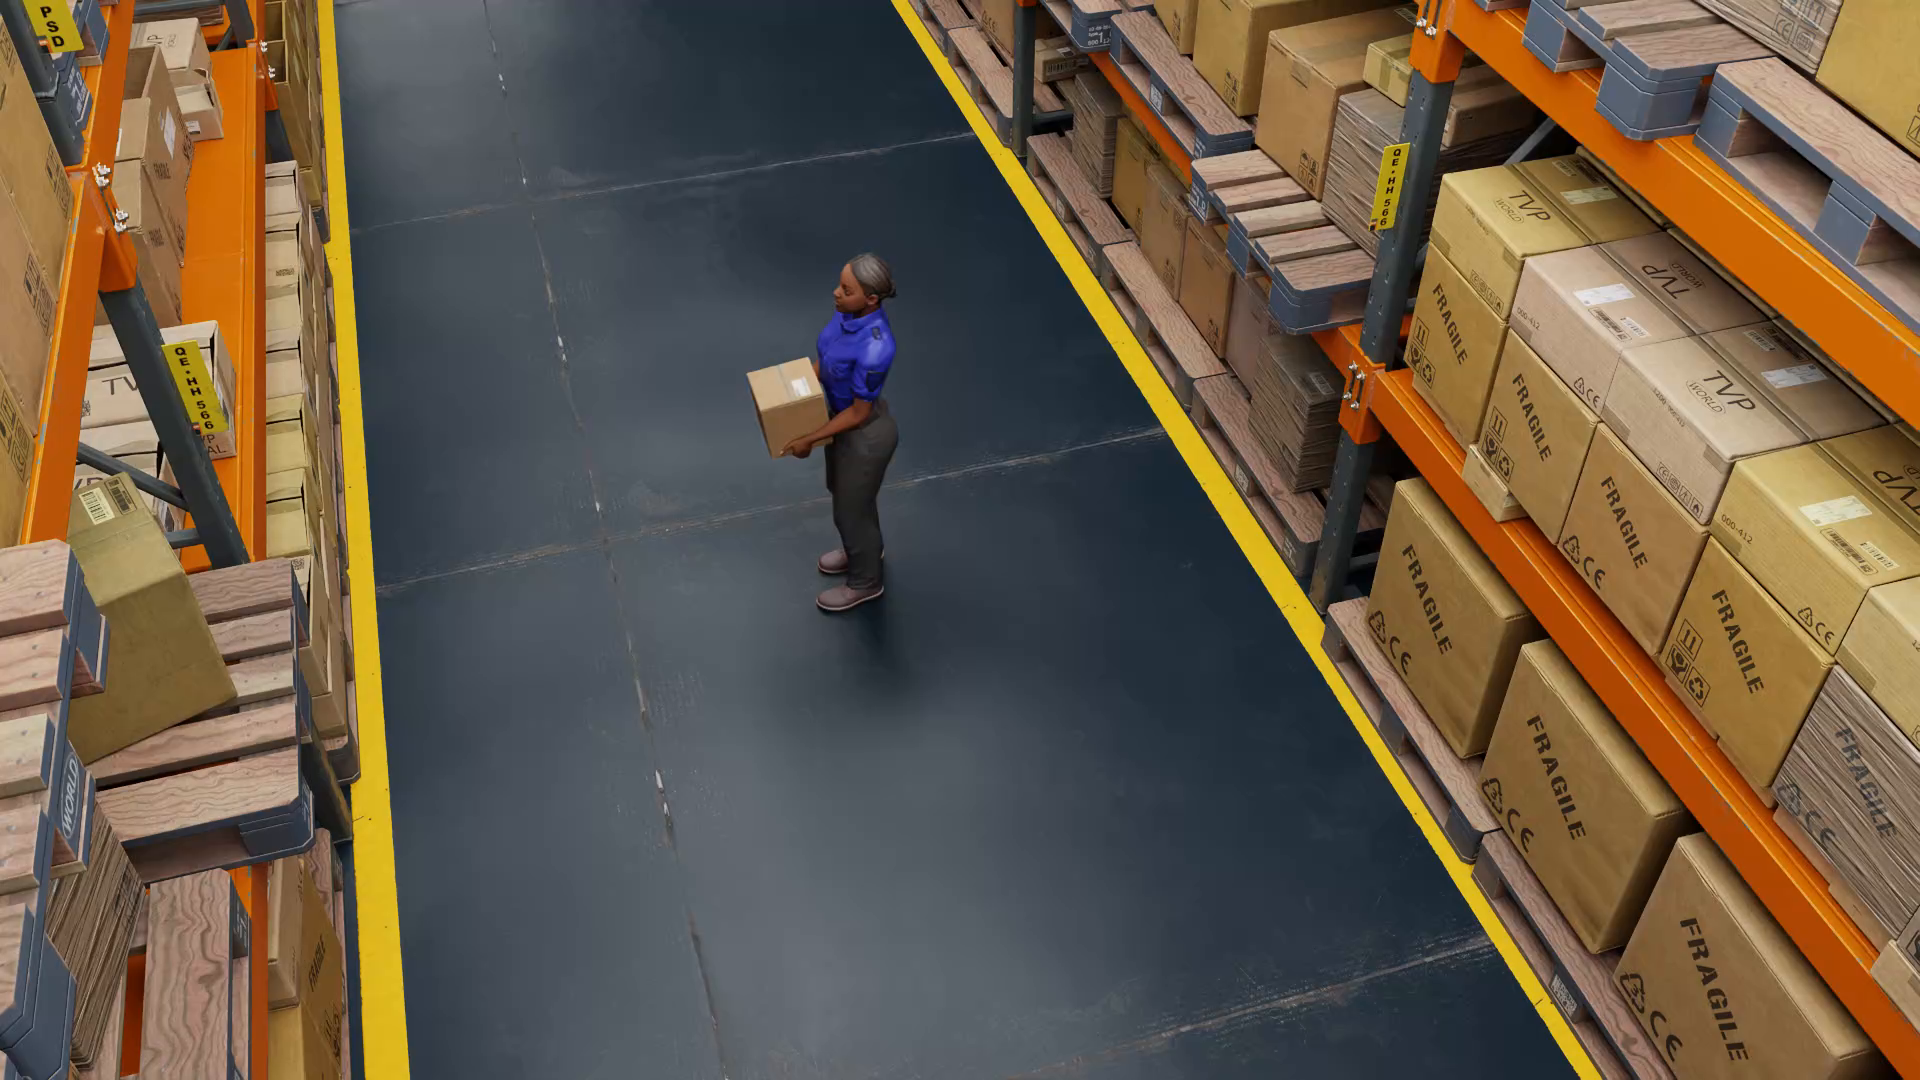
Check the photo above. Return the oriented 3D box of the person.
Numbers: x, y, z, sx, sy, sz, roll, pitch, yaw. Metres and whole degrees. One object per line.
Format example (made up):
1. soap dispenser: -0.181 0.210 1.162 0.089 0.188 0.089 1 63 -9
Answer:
1. person: -0.485 -0.416 6.626 0.516 1.645 0.449 -12 44 -13
